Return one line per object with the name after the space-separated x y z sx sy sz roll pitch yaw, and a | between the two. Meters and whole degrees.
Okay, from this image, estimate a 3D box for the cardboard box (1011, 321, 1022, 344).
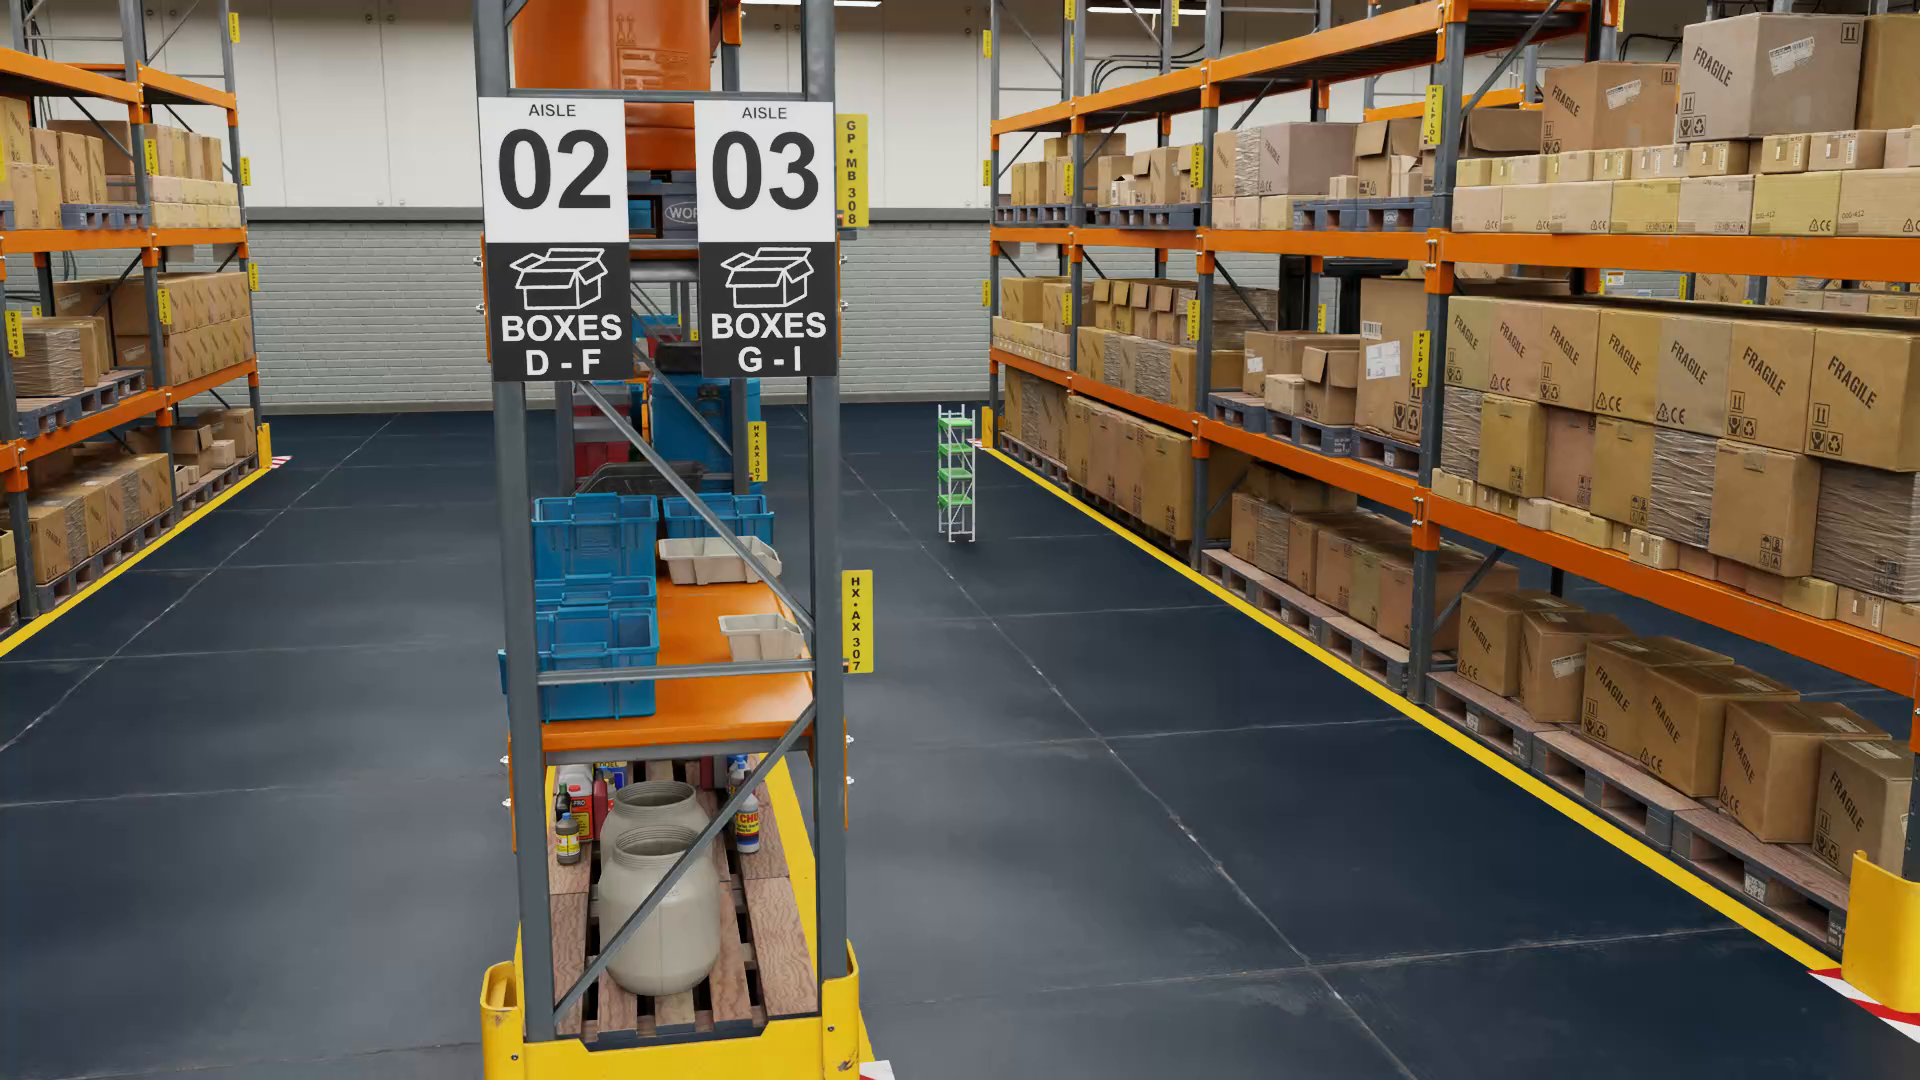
0.916 -2.493 19.930 0.500 0.250 0.500 -2 11 -13 | cardboard box

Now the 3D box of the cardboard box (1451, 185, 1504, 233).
3.056 -1.813 9.130 0.500 0.250 0.500 -3 11 -13 | cardboard box

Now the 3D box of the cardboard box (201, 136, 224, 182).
-8.716 -4.266 18.678 0.700 0.500 0.500 -2 11 -11 | cardboard box

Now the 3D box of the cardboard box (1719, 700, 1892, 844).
3.743 1.027 7.393 0.500 0.500 0.500 1 11 4 | cardboard box

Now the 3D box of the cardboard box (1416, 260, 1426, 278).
5.884 -3.180 20.198 0.500 0.500 0.500 -2 11 -13 | cardboard box

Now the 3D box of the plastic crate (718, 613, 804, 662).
-0.719 0.363 6.027 0.298 0.136 0.250 -2 11 -11 | plastic crate

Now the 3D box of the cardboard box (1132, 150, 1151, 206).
2.023 -3.343 15.368 0.797 0.503 0.637 -2 11 -12 | cardboard box

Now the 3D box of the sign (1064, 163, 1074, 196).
1.120 -3.718 17.144 0.100 0.325 0.005 -2 11 -11 | sign

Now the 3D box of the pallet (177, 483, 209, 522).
-8.187 -0.368 16.621 1.003 0.211 1.213 -2 11 -11 | pallet

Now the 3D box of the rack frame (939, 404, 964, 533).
-0.080 -0.665 15.532 0.240 1.200 0.015 -2 11 -11 | rack frame

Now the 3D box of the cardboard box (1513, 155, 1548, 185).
3.131 -1.932 8.693 0.380 0.149 0.250 -2 11 -11 | cardboard box

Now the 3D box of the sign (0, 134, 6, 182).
-6.730 -2.664 11.606 0.100 0.325 0.005 -2 11 -11 | sign

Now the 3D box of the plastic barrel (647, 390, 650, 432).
-2.007 -0.932 11.826 0.421 0.512 0.421 0 11 0 | plastic barrel

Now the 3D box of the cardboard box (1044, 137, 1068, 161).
1.269 -4.481 19.085 0.500 0.250 0.500 -2 11 -13 | cardboard box

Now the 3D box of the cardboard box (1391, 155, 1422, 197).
2.939 -2.287 10.458 0.396 0.266 0.258 -2 11 -9 | cardboard box

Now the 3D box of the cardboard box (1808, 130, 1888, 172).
3.541 -1.504 6.445 0.380 0.149 0.250 -3 11 -13 | cardboard box

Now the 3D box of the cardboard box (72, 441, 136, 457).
-8.443 -0.695 16.386 0.500 0.500 0.500 -2 11 -11 | cardboard box

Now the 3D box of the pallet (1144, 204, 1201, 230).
2.264 -2.735 14.081 1.213 0.211 1.003 -2 11 -8 | pallet

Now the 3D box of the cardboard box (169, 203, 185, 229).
-7.999 -3.202 16.431 0.500 0.250 0.500 -2 11 -11 | cardboard box

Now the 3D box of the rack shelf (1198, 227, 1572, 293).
2.831 -1.992 11.593 1.077 0.370 4.000 -2 11 -11 | rack shelf

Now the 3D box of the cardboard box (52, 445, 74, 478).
-8.005 -0.688 14.345 0.500 0.250 0.500 -2 11 -11 | cardboard box

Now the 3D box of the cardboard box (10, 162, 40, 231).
-7.493 -2.574 12.460 0.910 0.500 0.500 -2 11 -11 | cardboard box

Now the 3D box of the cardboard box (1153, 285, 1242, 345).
2.191 -2.034 14.966 0.797 0.503 0.637 -2 11 -10 | cardboard box

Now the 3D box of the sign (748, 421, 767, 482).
-1.097 -0.478 9.001 0.100 0.325 0.005 -2 11 -11 | sign

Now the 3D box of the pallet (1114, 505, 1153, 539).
2.128 -0.239 15.941 1.003 0.211 1.213 -2 11 -11 | pallet

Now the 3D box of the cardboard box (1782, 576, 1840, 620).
3.593 0.218 6.755 0.380 0.149 0.250 -2 11 -11 | cardboard box

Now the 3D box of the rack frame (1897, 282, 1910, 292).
11.384 -2.332 19.481 1.000 3.000 0.127 -2 11 -11 | rack frame

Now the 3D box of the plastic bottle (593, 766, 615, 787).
-1.623 1.131 7.590 0.097 0.201 0.097 0 11 0 | plastic bottle

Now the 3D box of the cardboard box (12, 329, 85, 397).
-7.500 -1.420 13.299 0.700 0.500 0.500 0 11 0 | cardboard box

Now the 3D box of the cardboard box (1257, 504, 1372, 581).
2.712 -0.003 12.752 0.700 0.500 0.500 -3 11 -16 | cardboard box

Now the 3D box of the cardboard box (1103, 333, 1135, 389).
1.703 -1.744 16.121 0.500 0.500 0.500 -2 11 -12 | cardboard box

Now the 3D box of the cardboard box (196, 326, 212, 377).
-8.084 -1.950 17.208 0.500 0.500 0.500 -2 11 -11 | cardboard box

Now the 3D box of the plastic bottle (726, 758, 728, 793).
-1.053 1.087 7.825 0.097 0.201 0.097 0 11 0 | plastic bottle

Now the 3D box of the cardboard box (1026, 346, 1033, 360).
0.984 -2.175 19.326 0.380 0.149 0.250 -2 11 -10 | cardboard box

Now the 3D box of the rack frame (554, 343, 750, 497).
-1.639 -0.324 8.932 1.000 3.000 0.127 -2 11 -11 | rack frame

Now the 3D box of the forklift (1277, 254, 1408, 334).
4.050 -1.977 17.800 1.130 2.935 3.031 -2 11 -11 | forklift

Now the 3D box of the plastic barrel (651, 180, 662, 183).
-1.550 -2.064 7.586 0.600 0.901 0.708 -2 11 -11 | plastic barrel

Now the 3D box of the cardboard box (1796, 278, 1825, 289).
10.823 -3.135 20.759 0.500 0.500 0.500 -2 11 -10 | cardboard box

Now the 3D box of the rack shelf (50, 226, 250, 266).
-8.443 -3.099 17.413 1.077 0.370 4.000 -2 11 -11 | rack shelf

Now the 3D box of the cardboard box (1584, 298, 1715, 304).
3.676 -1.027 8.886 0.500 0.500 0.500 -2 11 -11 | cardboard box

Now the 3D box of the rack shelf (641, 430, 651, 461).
-2.028 -0.338 10.927 1.077 0.370 4.000 -2 11 -11 | rack shelf

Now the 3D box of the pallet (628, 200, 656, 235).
-1.403 -1.576 7.993 1.213 0.211 1.003 -2 11 -11 | pallet

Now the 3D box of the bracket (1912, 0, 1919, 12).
15.405 -8.553 26.492 0.235 0.232 0.430 -2 11 -11 | bracket

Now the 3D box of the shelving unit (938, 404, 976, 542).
-0.032 -0.620 15.297 0.258 1.200 0.503 -2 11 -11 | shelving unit

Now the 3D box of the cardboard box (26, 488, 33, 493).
-7.789 -0.125 13.392 0.500 0.500 0.500 -3 11 -13 | cardboard box

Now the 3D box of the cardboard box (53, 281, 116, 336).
-8.406 -2.236 16.033 0.500 0.500 0.500 -2 11 -11 | cardboard box

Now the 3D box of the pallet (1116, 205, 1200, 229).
2.044 -2.940 15.158 1.003 0.211 1.213 -2 11 -8 | pallet

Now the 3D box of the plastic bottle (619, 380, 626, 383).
-3.149 -1.468 15.271 0.152 0.276 0.135 -2 11 -11 | plastic bottle

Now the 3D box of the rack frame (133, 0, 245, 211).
-8.832 -5.293 18.992 1.000 3.000 0.127 -2 11 -11 | rack frame

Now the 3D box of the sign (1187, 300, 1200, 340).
1.898 -1.786 13.516 0.100 0.325 0.005 -2 11 -11 | sign

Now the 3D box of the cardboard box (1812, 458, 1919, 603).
3.918 -0.068 6.522 0.875 0.500 0.500 -2 11 -11 | cardboard box

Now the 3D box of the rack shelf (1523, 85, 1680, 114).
6.938 -4.164 16.054 1.077 0.370 4.000 -2 11 -11 | rack shelf

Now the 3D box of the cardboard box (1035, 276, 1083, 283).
1.238 -3.067 20.939 0.500 0.500 0.500 -2 11 -10 | cardboard box

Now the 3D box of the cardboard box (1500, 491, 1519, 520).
3.136 -0.194 8.920 0.380 0.149 0.250 -2 11 -11 | cardboard box
